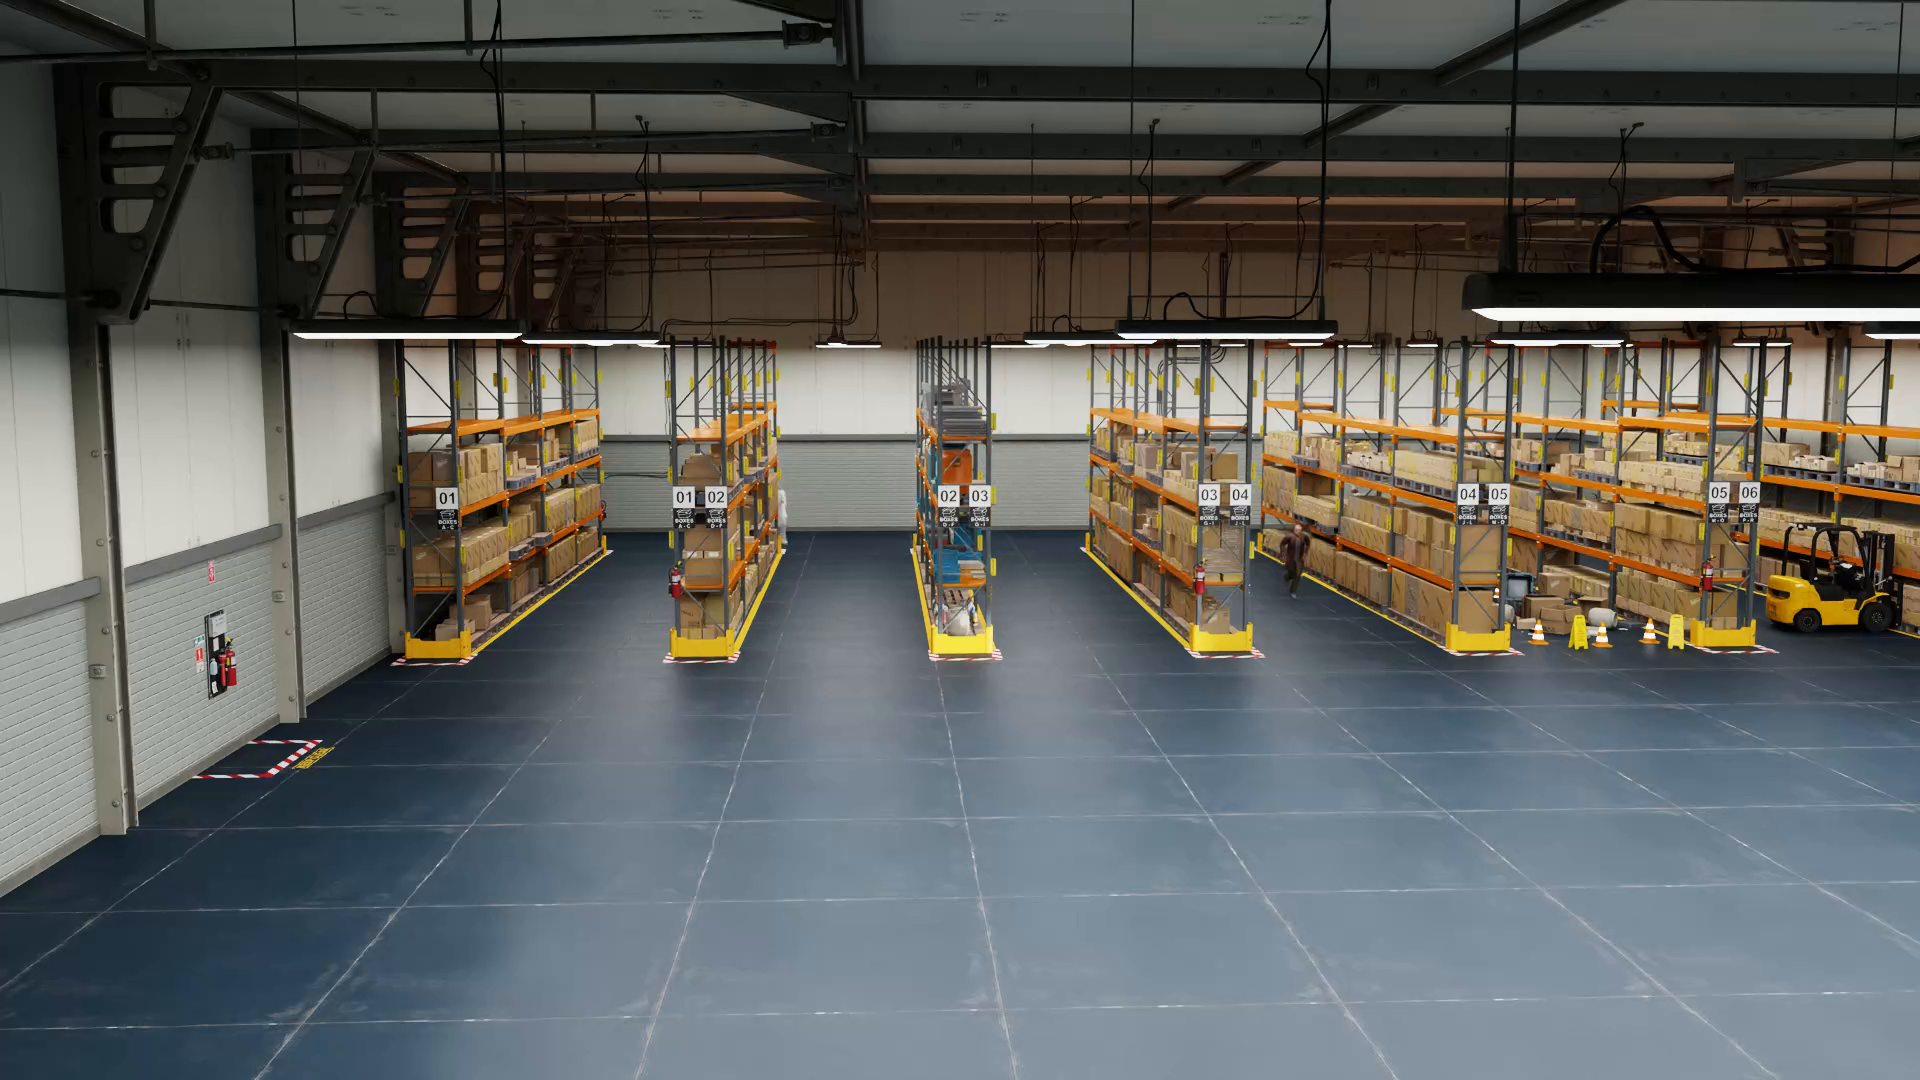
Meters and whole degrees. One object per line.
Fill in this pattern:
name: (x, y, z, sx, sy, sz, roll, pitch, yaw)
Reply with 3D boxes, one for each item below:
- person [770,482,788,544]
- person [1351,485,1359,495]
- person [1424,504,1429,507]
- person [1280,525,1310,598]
person: (-5.456, -0.813, 49.635, 0.692, 1.831, 0.933, -4, 8, -31)
person: (11.975, -0.830, 50.327, 0.801, 1.669, 0.579, -3, 7, -23)
person: (13.998, -0.667, 49.330, 0.651, 1.599, 0.565, 0, 7, 4)
person: (7.814, 0.475, 38.966, 0.704, 1.724, 0.873, -1, 7, -11)
